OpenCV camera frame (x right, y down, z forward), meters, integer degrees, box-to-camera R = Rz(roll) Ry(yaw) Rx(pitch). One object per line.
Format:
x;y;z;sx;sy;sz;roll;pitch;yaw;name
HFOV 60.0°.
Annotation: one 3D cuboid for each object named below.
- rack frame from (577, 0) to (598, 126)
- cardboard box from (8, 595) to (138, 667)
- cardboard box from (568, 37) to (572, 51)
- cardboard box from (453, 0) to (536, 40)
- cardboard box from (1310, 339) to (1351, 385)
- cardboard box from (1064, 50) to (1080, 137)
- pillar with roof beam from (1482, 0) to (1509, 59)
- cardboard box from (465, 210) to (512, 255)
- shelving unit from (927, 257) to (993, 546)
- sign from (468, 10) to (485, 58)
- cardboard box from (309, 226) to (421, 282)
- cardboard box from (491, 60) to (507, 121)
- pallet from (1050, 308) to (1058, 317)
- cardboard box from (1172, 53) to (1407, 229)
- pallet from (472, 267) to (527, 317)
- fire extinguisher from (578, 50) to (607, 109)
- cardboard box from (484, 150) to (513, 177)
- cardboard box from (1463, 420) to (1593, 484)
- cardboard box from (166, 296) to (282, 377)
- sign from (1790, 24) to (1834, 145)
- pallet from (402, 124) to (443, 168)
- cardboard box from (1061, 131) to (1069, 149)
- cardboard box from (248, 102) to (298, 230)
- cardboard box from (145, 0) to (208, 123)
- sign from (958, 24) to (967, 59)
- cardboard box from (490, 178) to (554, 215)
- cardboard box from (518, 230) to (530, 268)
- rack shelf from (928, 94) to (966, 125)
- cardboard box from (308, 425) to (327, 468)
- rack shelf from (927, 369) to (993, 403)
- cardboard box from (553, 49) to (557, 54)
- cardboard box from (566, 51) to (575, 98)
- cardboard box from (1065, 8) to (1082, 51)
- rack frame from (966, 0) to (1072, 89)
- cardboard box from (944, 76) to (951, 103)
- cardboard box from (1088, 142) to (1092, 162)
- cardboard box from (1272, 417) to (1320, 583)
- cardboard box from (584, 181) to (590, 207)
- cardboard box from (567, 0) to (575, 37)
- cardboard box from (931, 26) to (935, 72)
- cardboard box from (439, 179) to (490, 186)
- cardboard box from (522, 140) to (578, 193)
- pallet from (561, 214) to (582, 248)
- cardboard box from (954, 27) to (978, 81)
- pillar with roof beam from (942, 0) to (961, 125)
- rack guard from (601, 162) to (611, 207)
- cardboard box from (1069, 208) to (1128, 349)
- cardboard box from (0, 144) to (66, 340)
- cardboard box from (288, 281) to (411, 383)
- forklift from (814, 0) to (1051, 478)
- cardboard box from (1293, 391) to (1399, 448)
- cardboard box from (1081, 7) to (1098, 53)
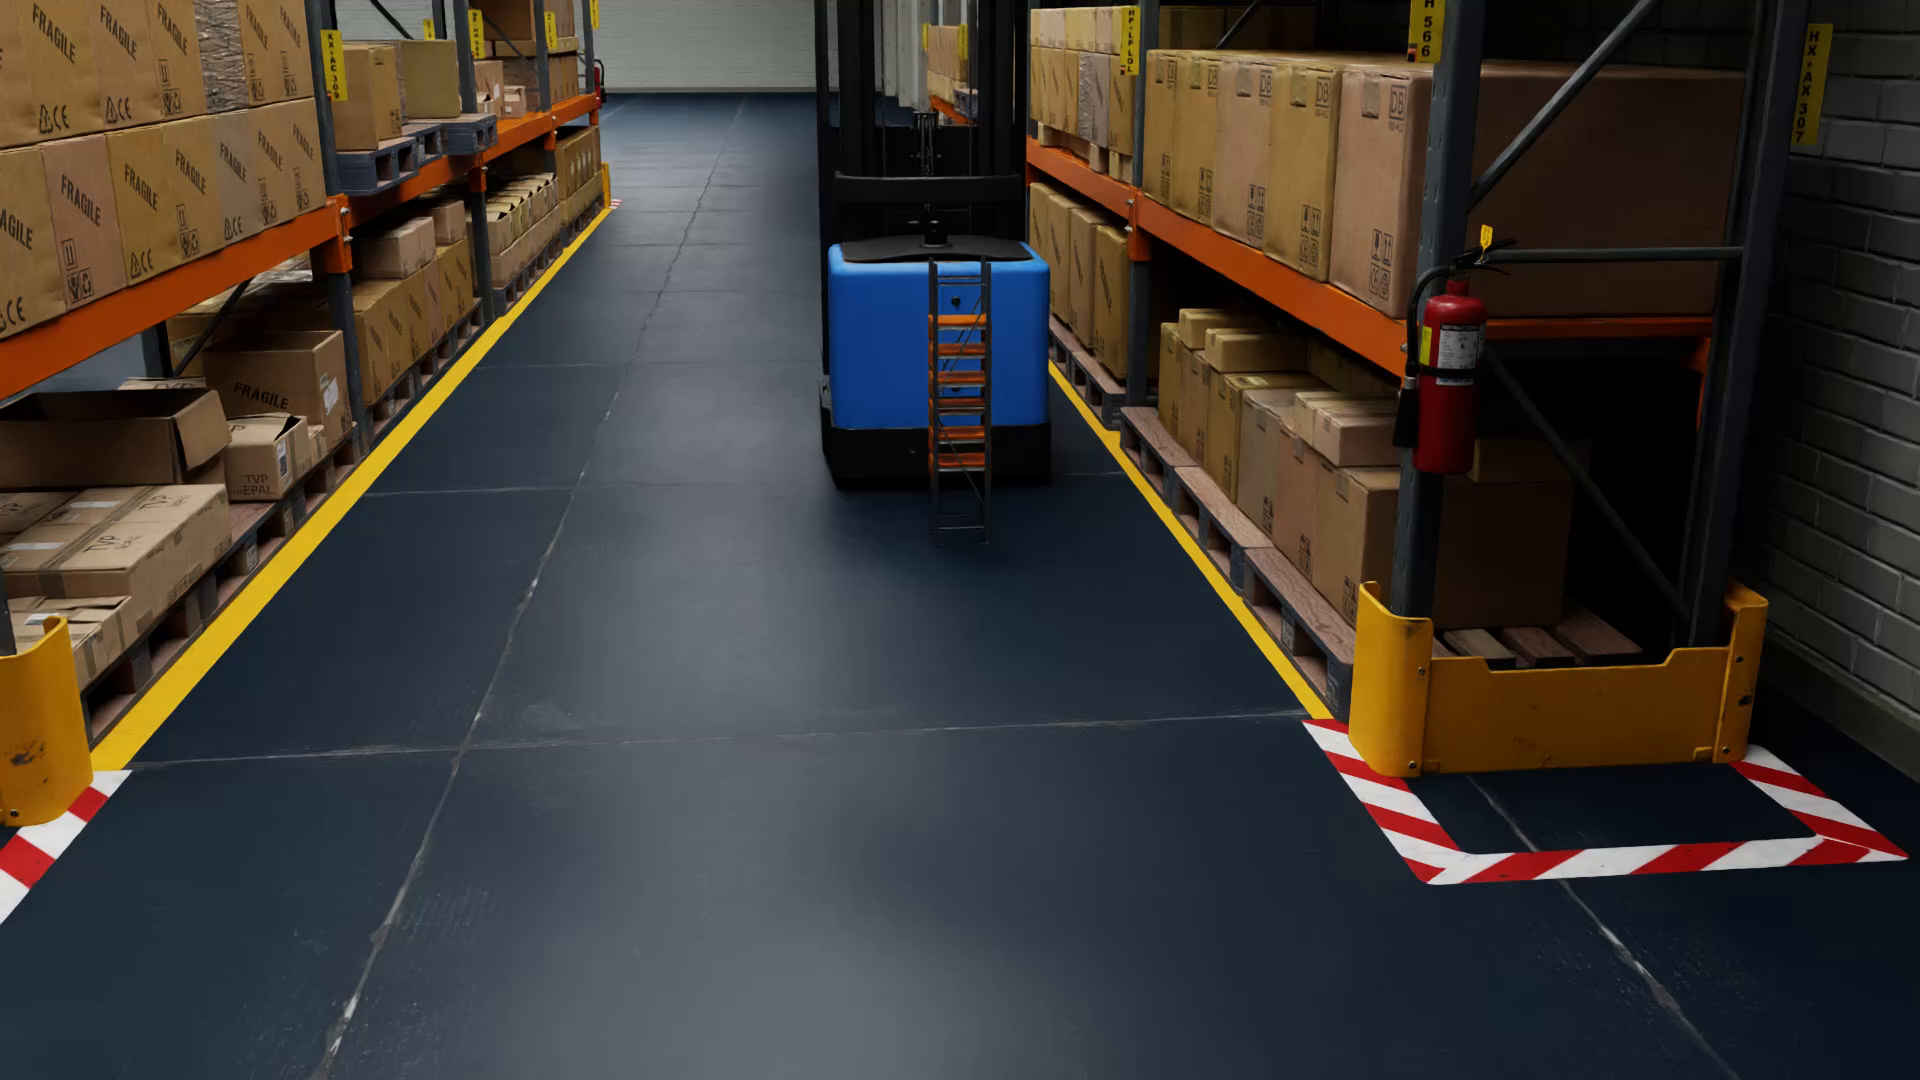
-4.773;-5.413;19.411;1.000;3.000;0.127;-2;18;-6;rack frame
-2.850;0.286;5.254;0.380;0.166;0.250;-2;18;-6;cardboard box
-4.466;-5.433;18.225;0.380;0.149;0.250;-2;17;-5;cardboard box
-4.413;-5.020;15.826;0.700;0.500;0.500;-2;18;-5;cardboard box
1.686;-0.745;6.931;0.380;0.149;0.250;-2;18;-7;cardboard box
0.930;-2.771;10.299;0.500;0.500;0.500;-1;17;-4;cardboard box
-1.958;-4.539;6.612;9.100;9.000;0.400;-2;18;-6;pillar with roof beam
-3.710;-2.351;12.610;0.500;0.311;0.500;-1;17;-4;cardboard box
-0.002;-0.577;7.011;0.258;1.200;0.189;-2;18;-6;shelving unit
-3.409;-3.564;11.719;0.100;0.325;0.005;-2;18;-6;sign
-3.446;-1.662;9.651;0.500;0.250;0.500;-2;18;-6;cardboard box
-4.244;-3.883;14.369;0.500;0.500;0.500;-1;17;-2;cardboard box
0.985;-1.616;11.972;1.003;0.211;1.213;-2;18;-6;pallet
1.501;-1.755;7.259;0.980;0.700;0.700;-2;18;-7;cardboard box
-3.994;-1.945;13.021;1.003;0.211;1.213;-2;18;-6;pallet
-4.324;-5.426;19.580;0.296;0.674;0.183;-2;18;-6;fire extinguisher
-4.666;-3.748;16.745;0.500;0.500;0.500;-2;18;-6;cardboard box
1.844;-0.292;5.488;0.380;0.149;0.250;-2;18;-5;cardboard box
-3.872;-0.993;8.771;0.500;0.500;0.500;-2;18;-6;cardboard box
2.356;-1.266;4.625;0.100;0.325;0.005;-2;18;-6;sign
-3.743;-2.359;10.002;1.003;0.211;1.213;-2;18;-6;pallet
0.891;-2.740;11.282;0.380;0.149;0.250;-2;18;-6;cardboard box
-3.174;-1.591;7.069;0.500;0.500;0.500;-1;17;-4;cardboard box
-3.068;-1.767;5.962;0.500;0.500;0.500;-2;18;-6;cardboard box
0.027;-4.769;15.915;0.100;0.325;0.005;-2;18;-6;sign
-3.974;-3.111;15.030;0.500;0.311;0.500;-1;17;-4;cardboard box
-3.823;-2.387;13.663;0.500;0.250;0.500;-2;18;-7;cardboard box
0.360;-4.628;18.111;1.077;0.370;4.000;-2;18;-6;rack shelf
-3.096;-0.417;7.521;0.380;0.149;0.250;-2;18;-6;cardboard box
-0.002;-0.649;6.988;0.258;0.103;0.180;-2;18;-6;rack shelf
-4.333;-5.048;16.999;0.380;0.149;0.250;-2;18;-7;cardboard box
-4.679;-5.165;18.453;0.700;0.500;0.500;-1;17;-4;cardboard box
0.940;-3.136;10.211;0.500;0.250;0.500;-2;18;-7;cardboard box
0.566;-4.375;16.106;1.000;3.000;0.127;-2;18;-6;rack frame
0.105;-4.743;17.494;0.500;0.250;0.500;-2;18;-6;cardboard box
0.987;-2.353;10.051;0.380;0.149;0.250;-2;18;-7;cardboard box
1.580;-0.162;6.158;0.700;0.500;0.500;-2;18;-6;cardboard box
-4.258;-3.704;17.857;0.500;0.250;0.500;-2;18;-6;cardboard box
-4.733;-5.924;18.707;0.700;0.500;0.500;-2;18;-5;cardboard box
-0.055;-5.564;18.856;0.500;0.500;0.500;-2;18;-5;cardboard box
-4.520;-3.097;14.987;0.500;0.311;0.500;-2;18;-6;cardboard box
-4.157;-3.764;16.796;0.500;0.500;0.500;-2;18;-6;cardboard box
-4.401;-3.129;16.791;1.003;0.211;1.213;-2;18;-6;pallet
0.210;-4.802;16.431;0.500;0.500;0.500;-2;18;-6;cardboard box
-4.434;-11.690;29.388;9.100;9.000;0.400;-2;18;-6;pillar with roof beam
-4.776;-4.227;19.808;1.175;0.500;0.348;-2;18;-6;rack guard
1.100;-1.621;10.220;0.750;0.750;0.750;-1;17;-4;cardboard box
-2.907;-0.834;4.659;0.500;0.500;0.500;-1;17;-4;cardboard box
-3.409;-1.165;9.319;0.500;0.500;0.500;-2;17;-5;cardboard box
-0.223;-2.084;8.922;1.130;2.935;3.031;-2;18;-5;forklift
1.410;-0.432;5.933;0.380;0.149;0.250;-1;17;-4;cardboard box
0.993;-2.985;9.727;0.500;0.250;0.500;-1;17;-5;cardboard box
